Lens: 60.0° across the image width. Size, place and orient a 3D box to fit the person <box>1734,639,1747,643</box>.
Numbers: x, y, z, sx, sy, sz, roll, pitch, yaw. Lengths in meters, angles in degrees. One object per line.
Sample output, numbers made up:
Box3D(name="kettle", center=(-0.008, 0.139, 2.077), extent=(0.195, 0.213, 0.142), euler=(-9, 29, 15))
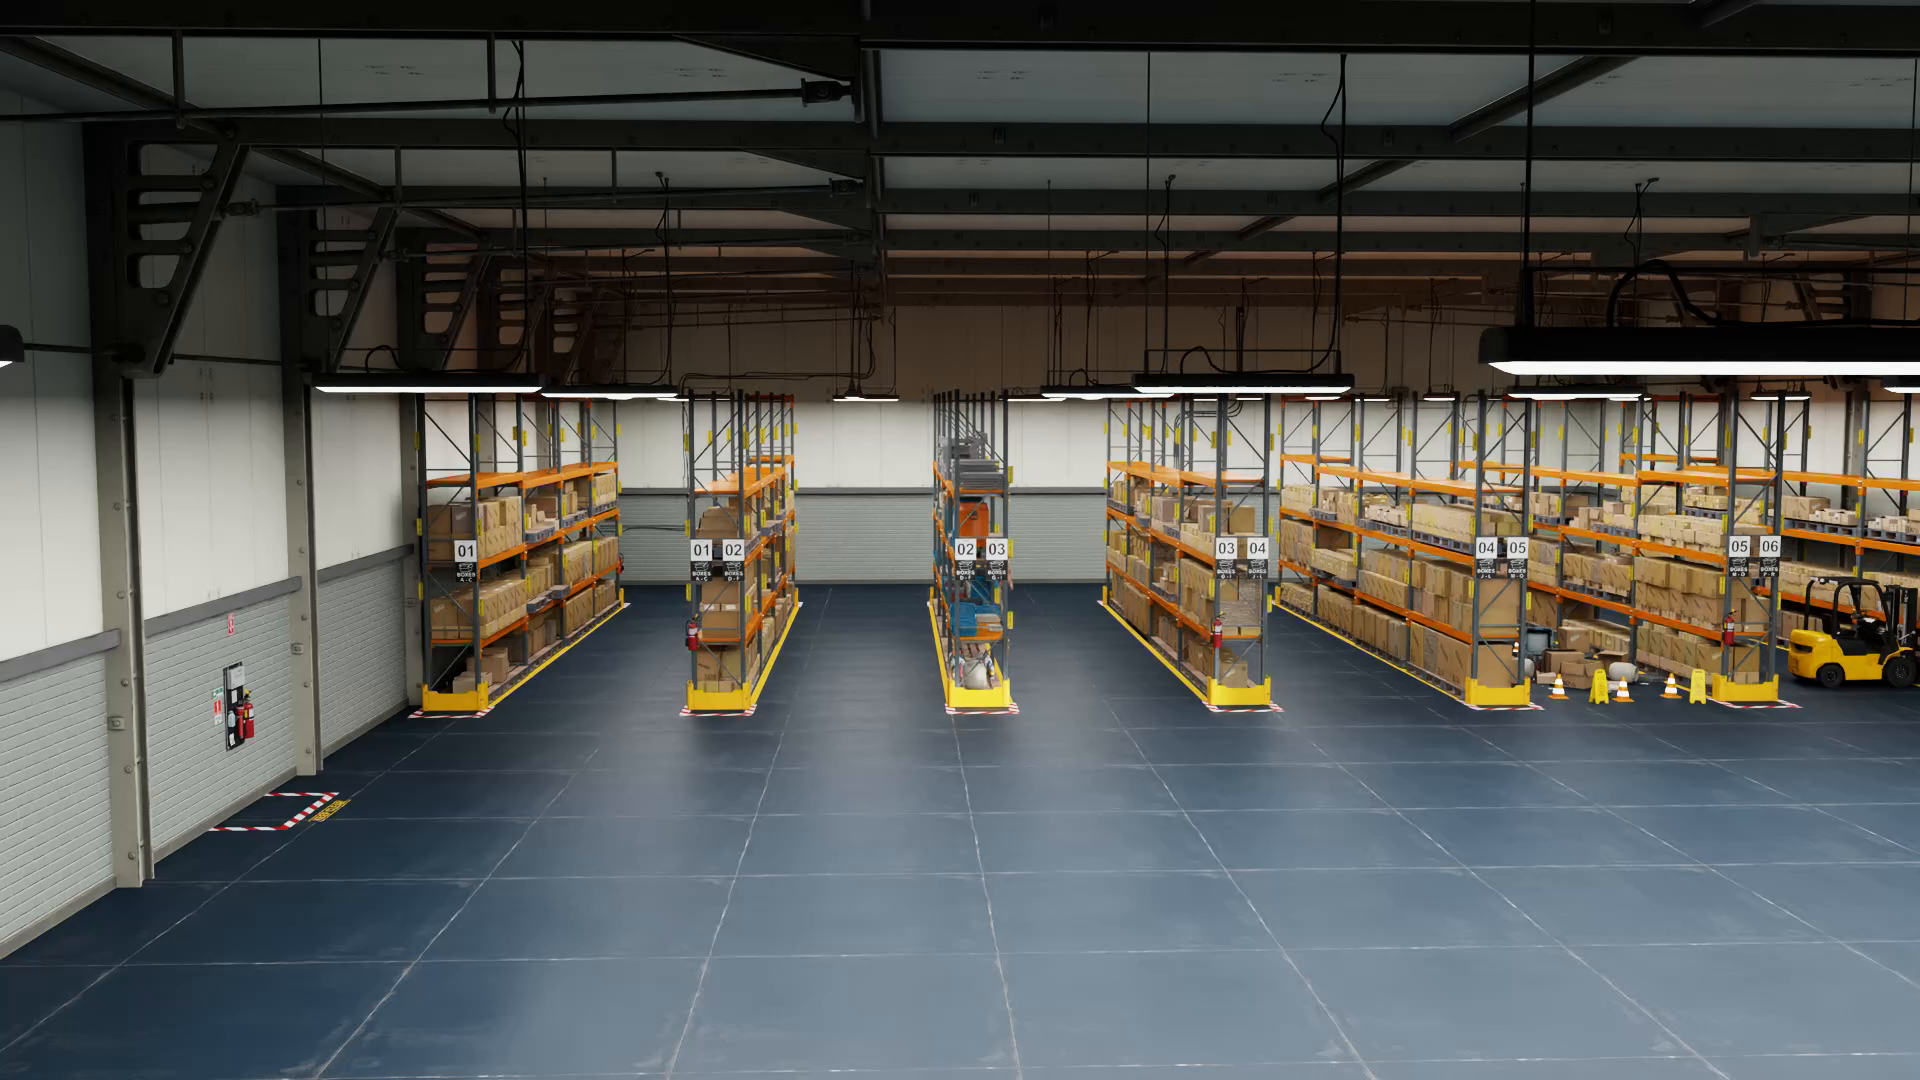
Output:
Box3D(name="person", center=(17.100, 1.925, 36.283), extent=(0.633, 1.689, 0.762), euler=(-1, 5, -14))

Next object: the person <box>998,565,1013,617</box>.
Box3D(name="person", center=(1.112, 1.216, 44.756), extent=(0.538, 1.656, 1.125), euler=(-3, 5, -30))

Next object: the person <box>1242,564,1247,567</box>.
Box3D(name="person", center=(8.088, 1.052, 47.532), extent=(0.441, 1.601, 0.486), euler=(-3, 6, -33))
